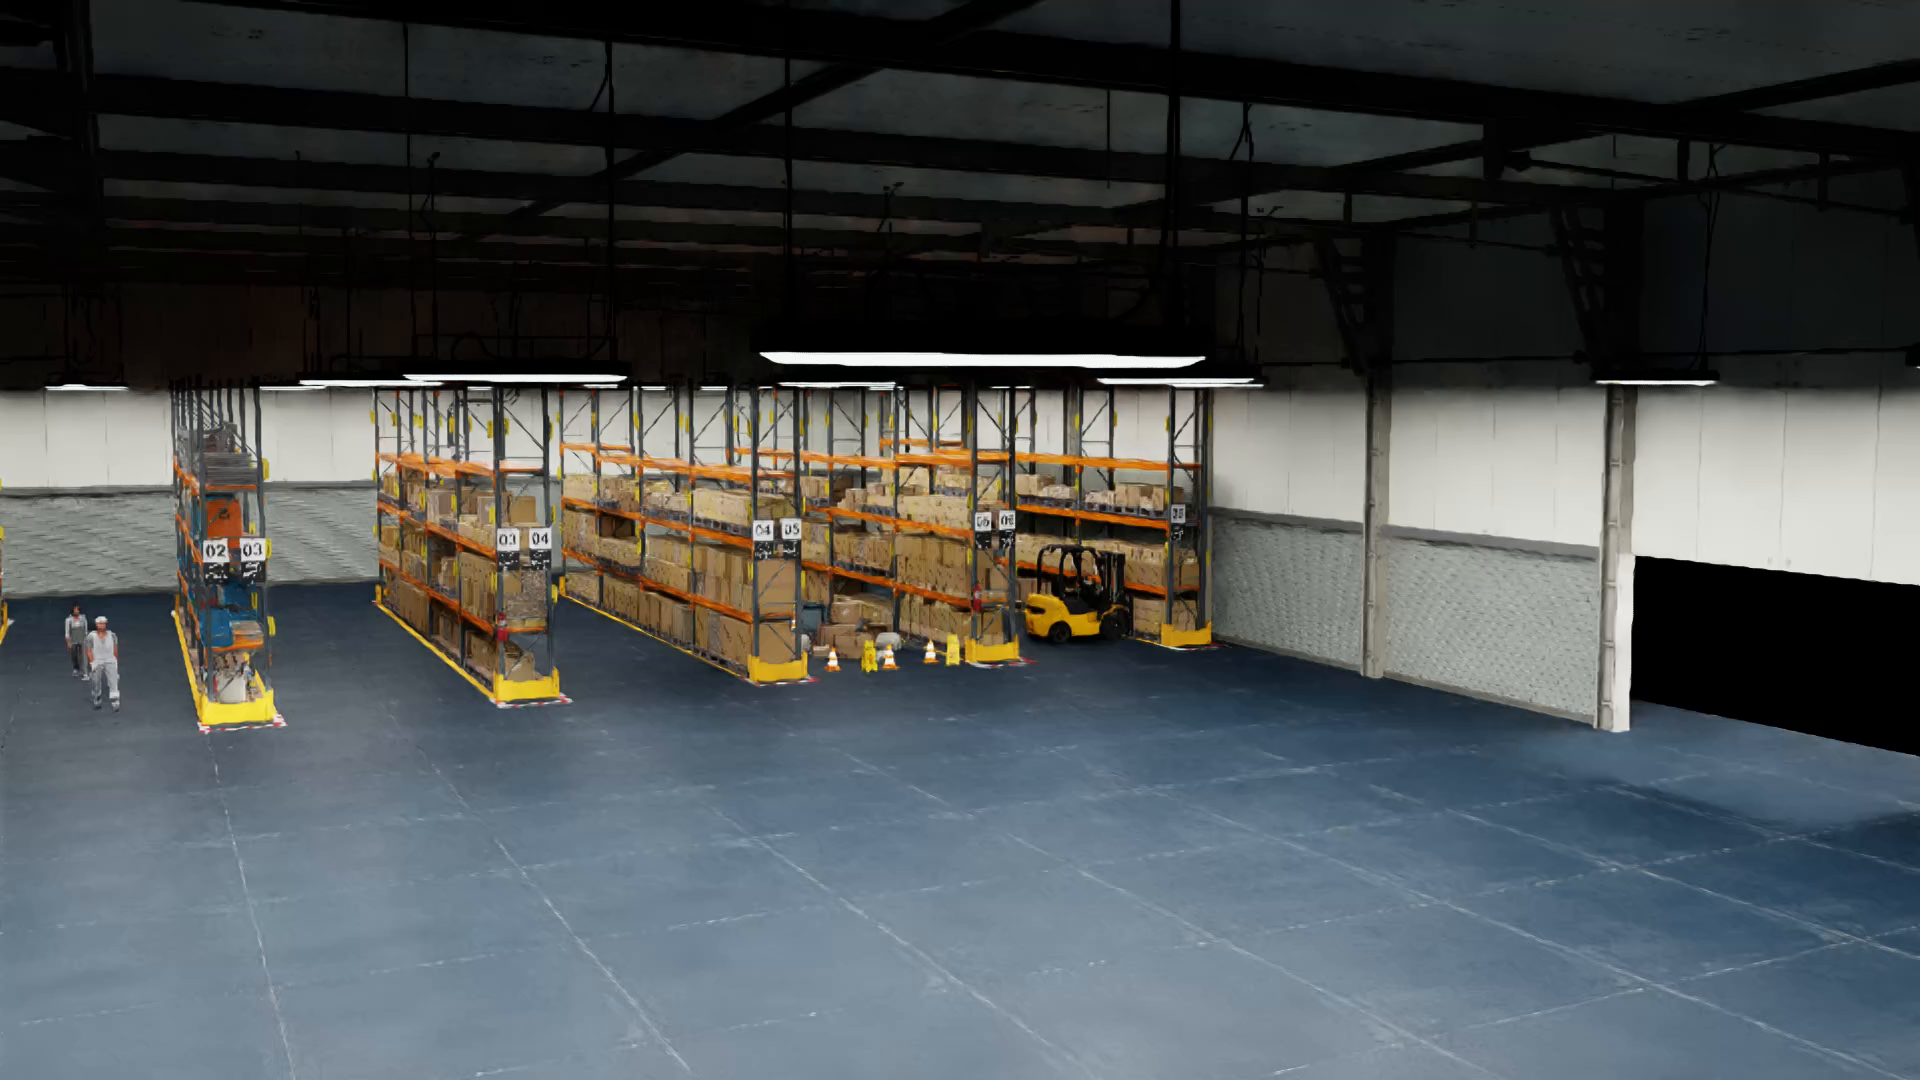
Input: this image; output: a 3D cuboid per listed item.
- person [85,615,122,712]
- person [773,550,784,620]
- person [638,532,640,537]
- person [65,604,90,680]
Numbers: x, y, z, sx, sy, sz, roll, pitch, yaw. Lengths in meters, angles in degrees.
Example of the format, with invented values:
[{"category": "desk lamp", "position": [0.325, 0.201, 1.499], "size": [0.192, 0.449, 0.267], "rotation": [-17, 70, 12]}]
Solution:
[{"category": "person", "position": [-15.333, 2.205, 29.740], "size": [0.528, 1.727, 1.029], "rotation": [-4, 6, -35]}, {"category": "person", "position": [-4.691, 1.122, 41.706], "size": [0.579, 1.763, 0.676], "rotation": [0, 5, 0]}, {"category": "person", "position": [-9.152, 0.612, 47.596], "size": [0.619, 1.732, 0.463], "rotation": [4, 7, 41]}, {"category": "person", "position": [-17.563, 2.009, 33.072], "size": [0.418, 1.514, 1.038], "rotation": [-3, 6, -29]}]
